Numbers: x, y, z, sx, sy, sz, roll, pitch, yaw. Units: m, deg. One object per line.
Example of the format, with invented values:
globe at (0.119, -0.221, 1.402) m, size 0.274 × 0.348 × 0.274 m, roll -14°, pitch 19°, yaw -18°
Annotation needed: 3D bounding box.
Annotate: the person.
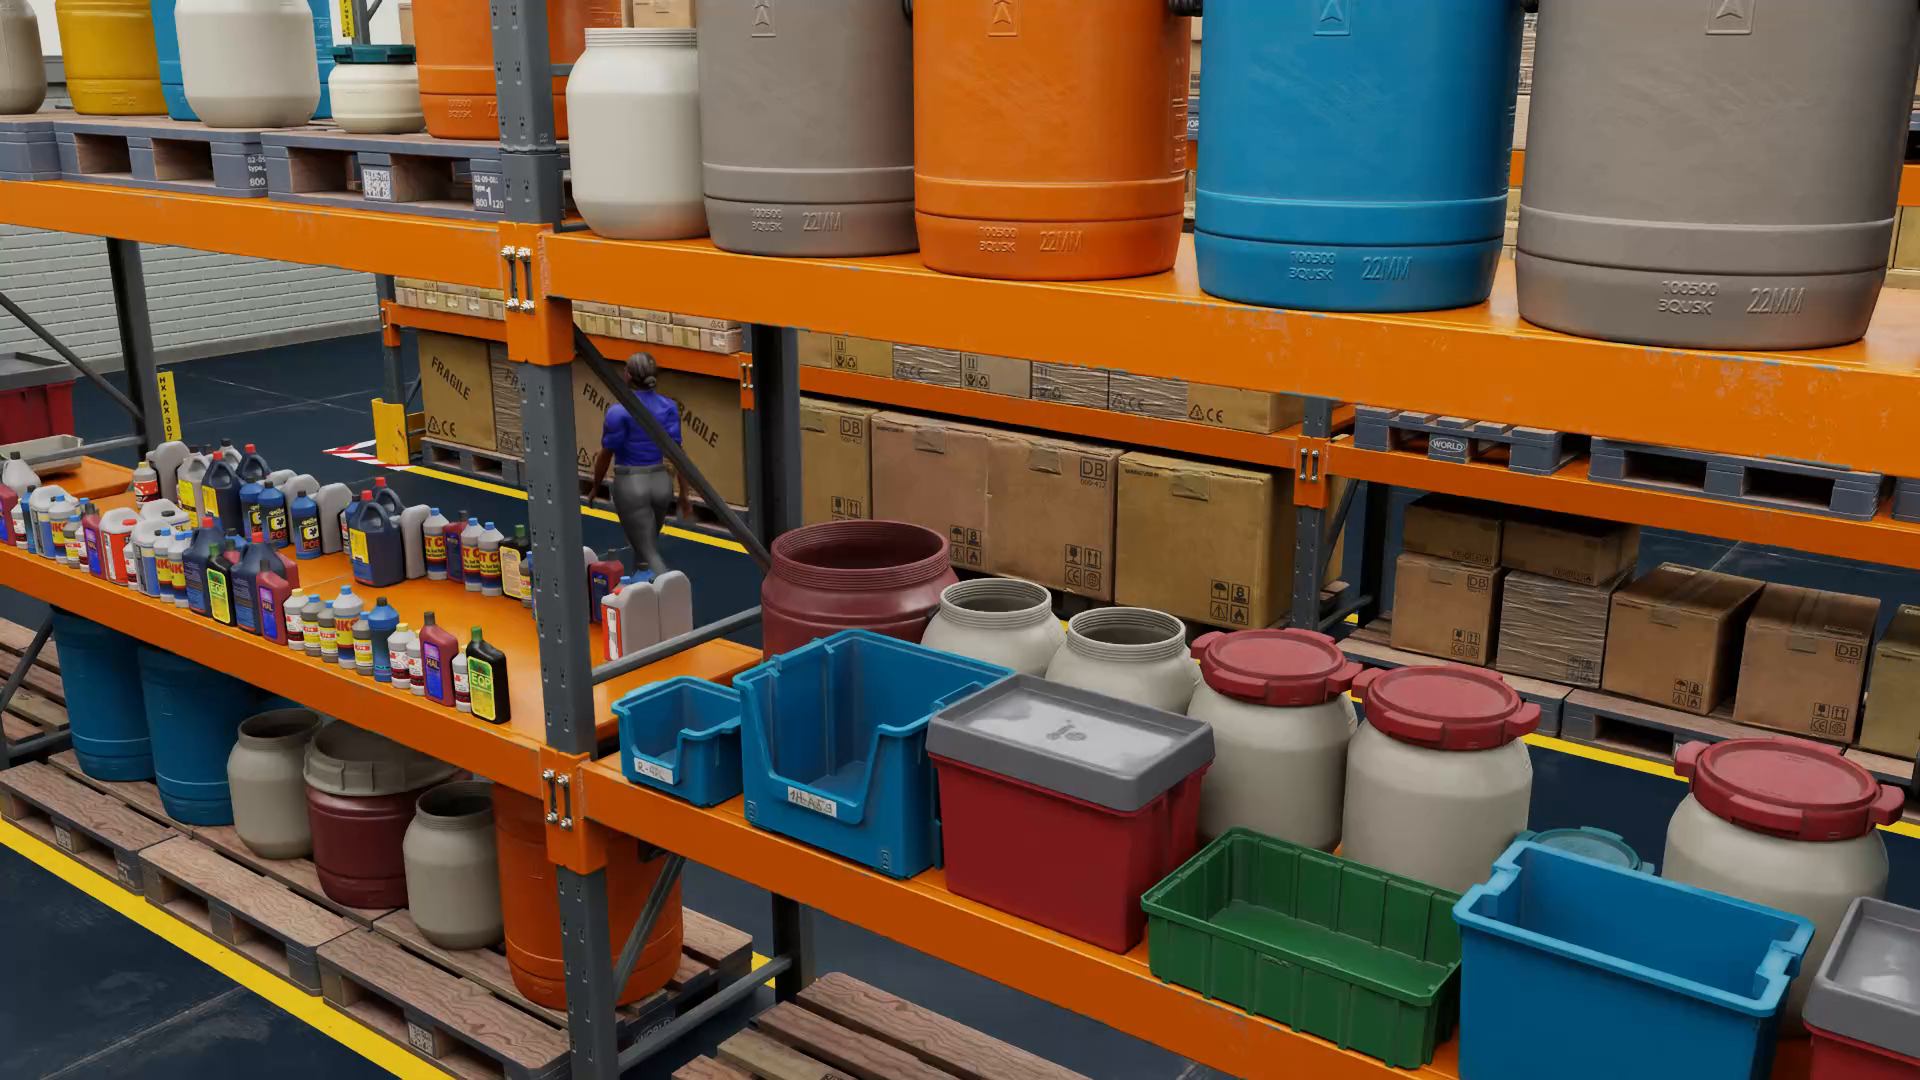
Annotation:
person at (-1.853, -0.298, 9.520) m, size 0.475 × 1.594 × 0.991 m, roll -14°, pitch 22°, yaw -39°
